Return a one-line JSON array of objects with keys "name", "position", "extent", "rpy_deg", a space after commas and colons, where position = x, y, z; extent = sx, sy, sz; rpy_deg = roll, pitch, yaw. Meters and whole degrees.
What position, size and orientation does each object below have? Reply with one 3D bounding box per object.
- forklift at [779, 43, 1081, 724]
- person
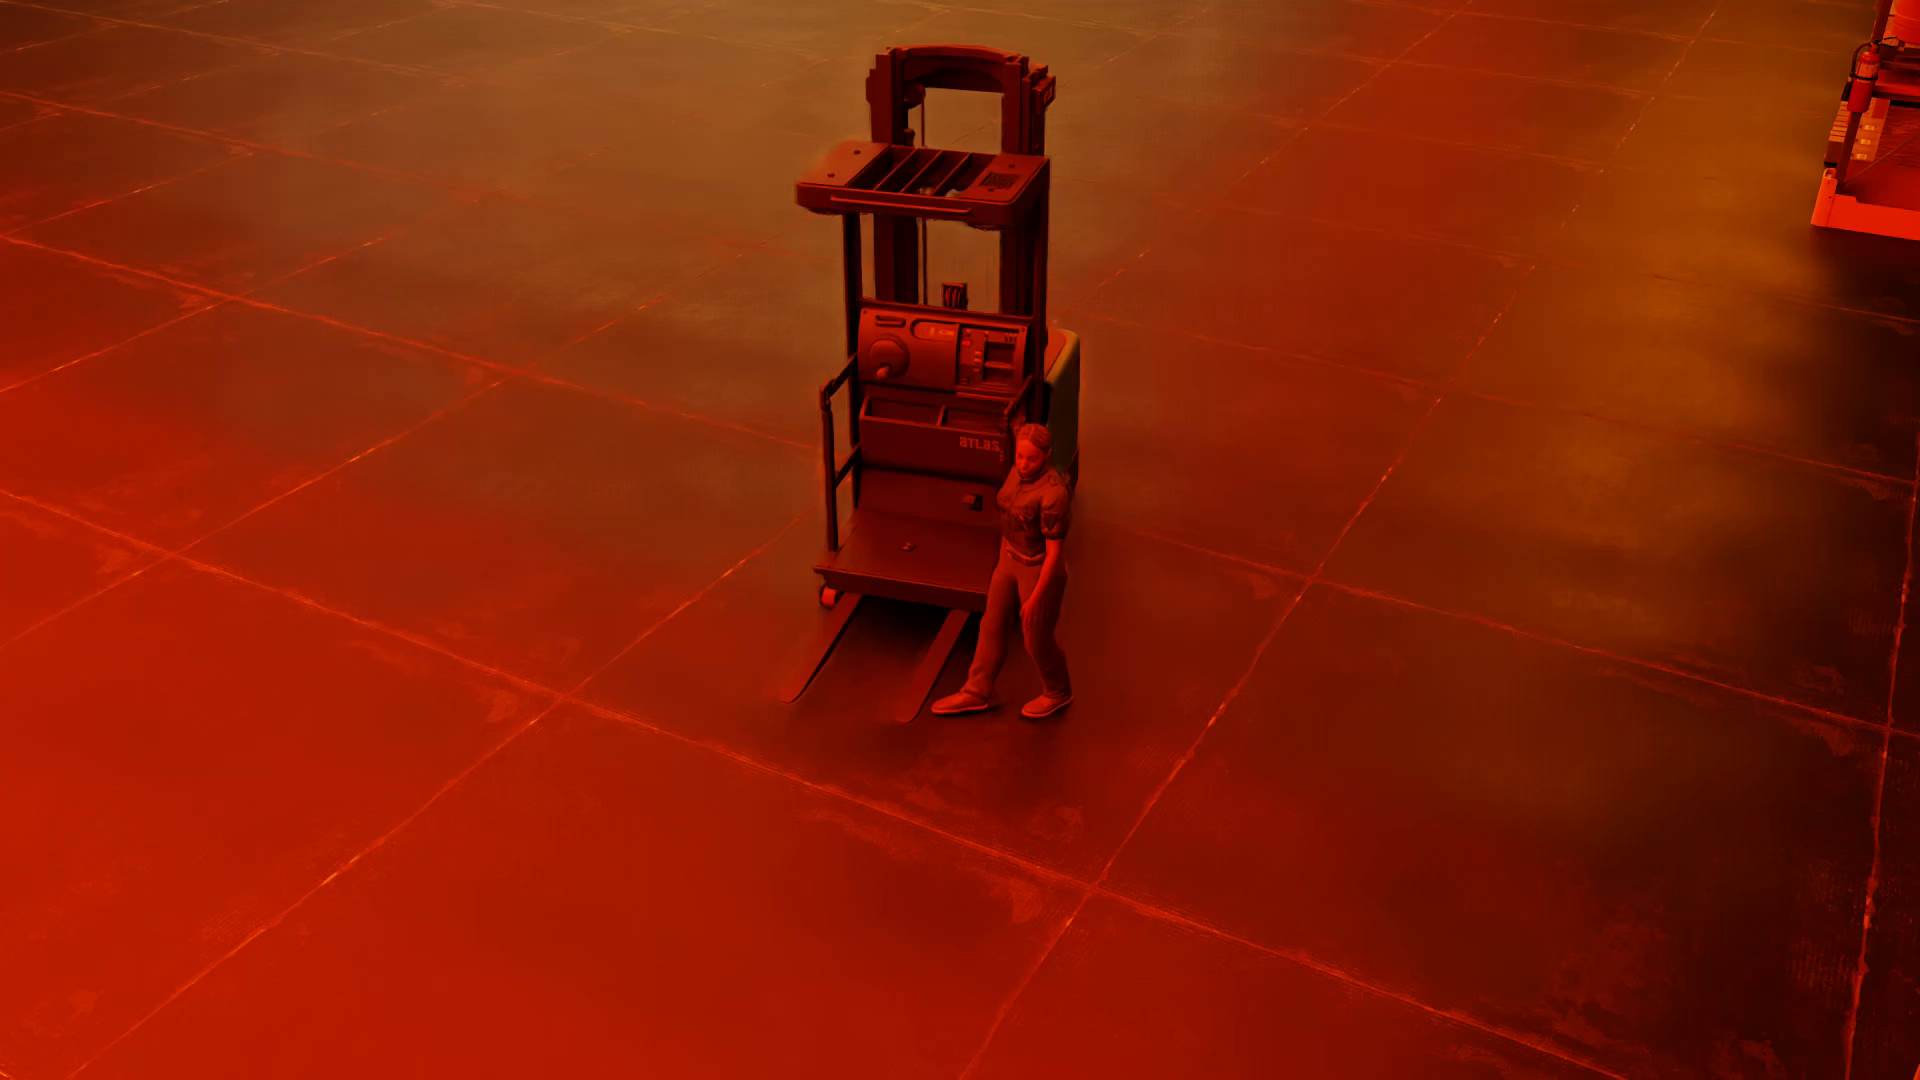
[{"name": "forklift", "position": [-0.154, -0.966, 8.745], "extent": [1.130, 2.935, 3.031], "rpy_deg": [8, 31, 14]}, {"name": "person", "position": [0.241, 0.180, 8.061], "extent": [0.706, 1.636, 0.625], "rpy_deg": [-16, 34, -26]}]
